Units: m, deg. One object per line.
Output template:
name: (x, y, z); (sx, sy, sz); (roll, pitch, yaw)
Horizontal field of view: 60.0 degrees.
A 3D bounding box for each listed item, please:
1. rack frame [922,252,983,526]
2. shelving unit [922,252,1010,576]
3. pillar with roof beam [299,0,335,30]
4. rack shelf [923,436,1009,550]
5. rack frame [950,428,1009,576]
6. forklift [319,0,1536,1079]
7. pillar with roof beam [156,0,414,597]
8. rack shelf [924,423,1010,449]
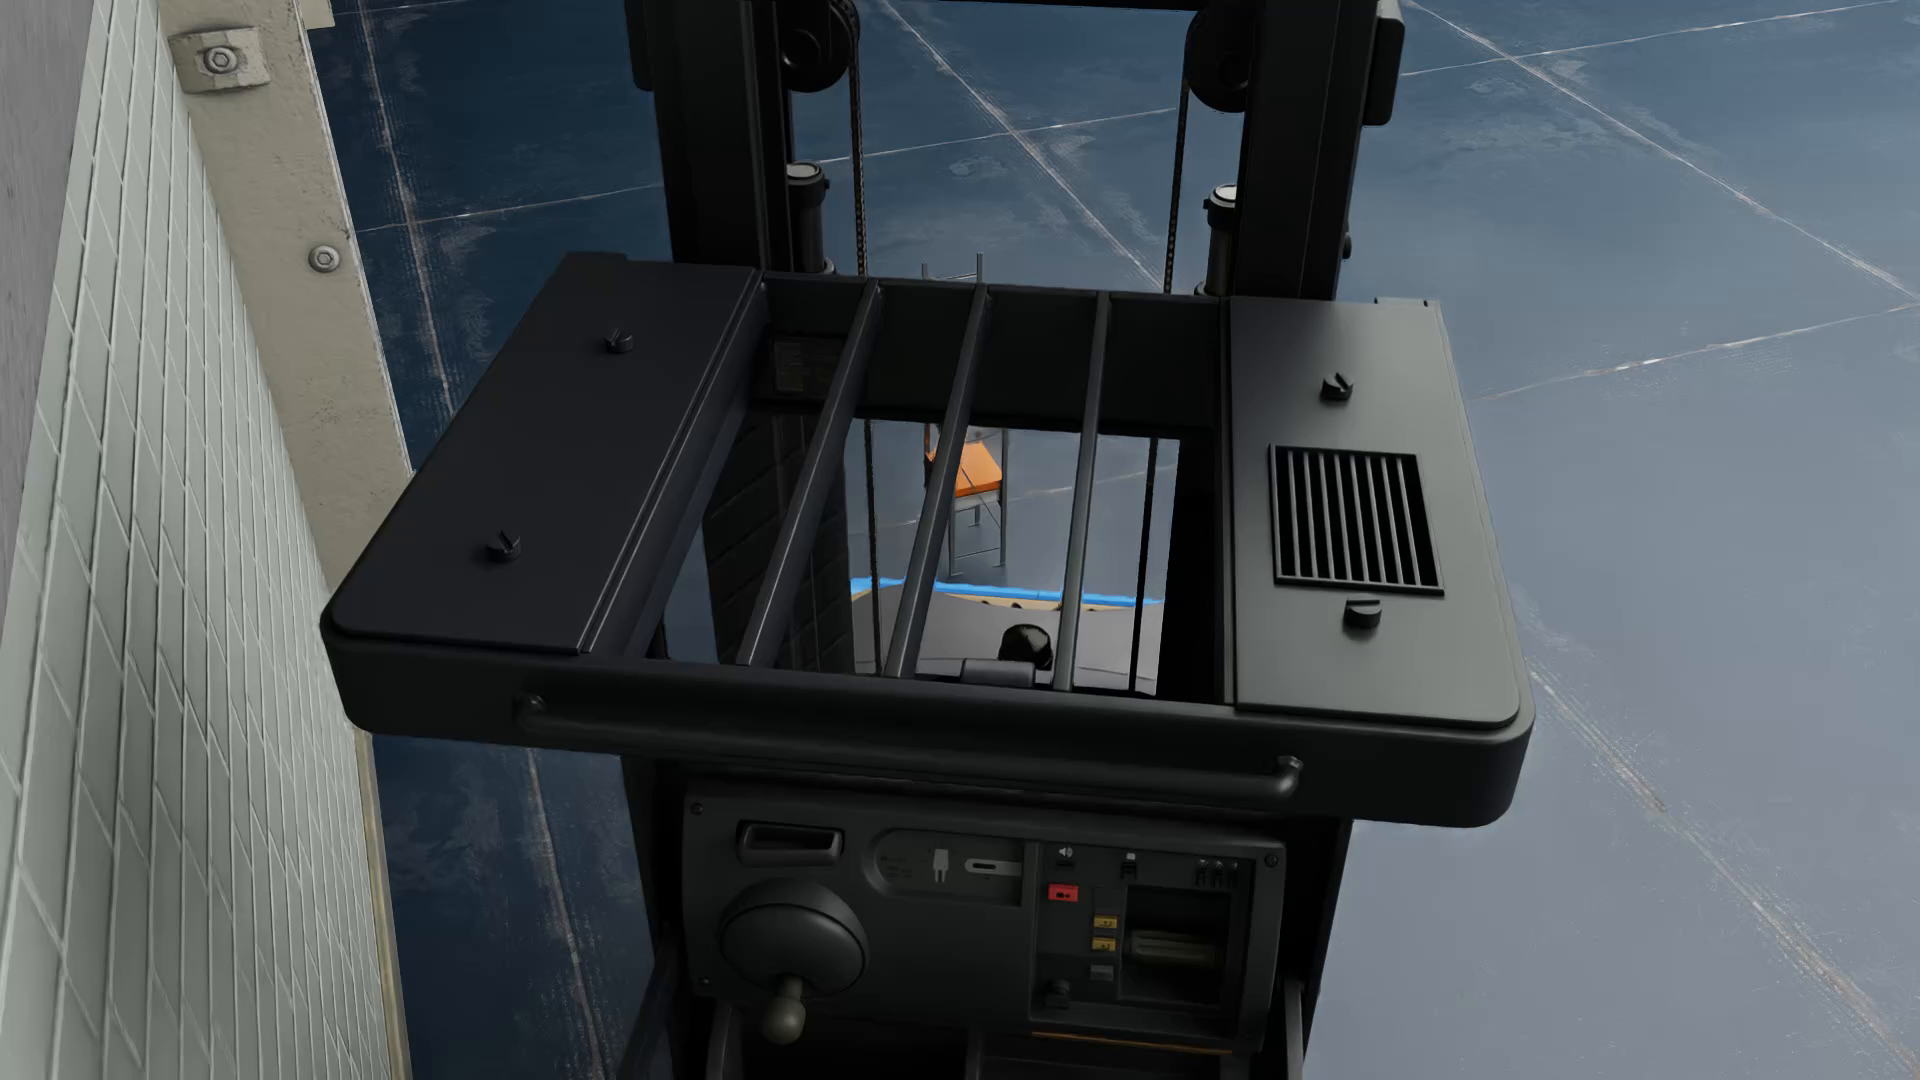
rack frame: (-0.024, -0.458, 5.486); (0.200, 1.050, 0.008); (-12, 39, -16)
shelving unit: (0.018, -0.389, 5.394); (0.215, 1.050, 0.252); (-12, 39, -16)
pillar with roof beam: (0.164, -7.580, 8.333); (9.100, 9.000, 0.400); (-12, 39, -16)
rack shelf: (0.018, -0.159, 5.568); (0.215, 0.259, 0.240); (-12, 39, -16)
rack frame: (0.060, -0.320, 5.303); (0.200, 1.050, 0.008); (-12, 39, -16)
forklift: (0.003, 0.675, 2.417); (1.130, 2.935, 3.031); (4, 37, 6)
pillar with roof beam: (2.229, -4.190, 3.833); (9.100, 9.000, 0.400); (-12, 39, -16)
rack shelf: (0.018, -0.381, 5.400); (0.215, 0.259, 0.240); (-12, 39, -16)
